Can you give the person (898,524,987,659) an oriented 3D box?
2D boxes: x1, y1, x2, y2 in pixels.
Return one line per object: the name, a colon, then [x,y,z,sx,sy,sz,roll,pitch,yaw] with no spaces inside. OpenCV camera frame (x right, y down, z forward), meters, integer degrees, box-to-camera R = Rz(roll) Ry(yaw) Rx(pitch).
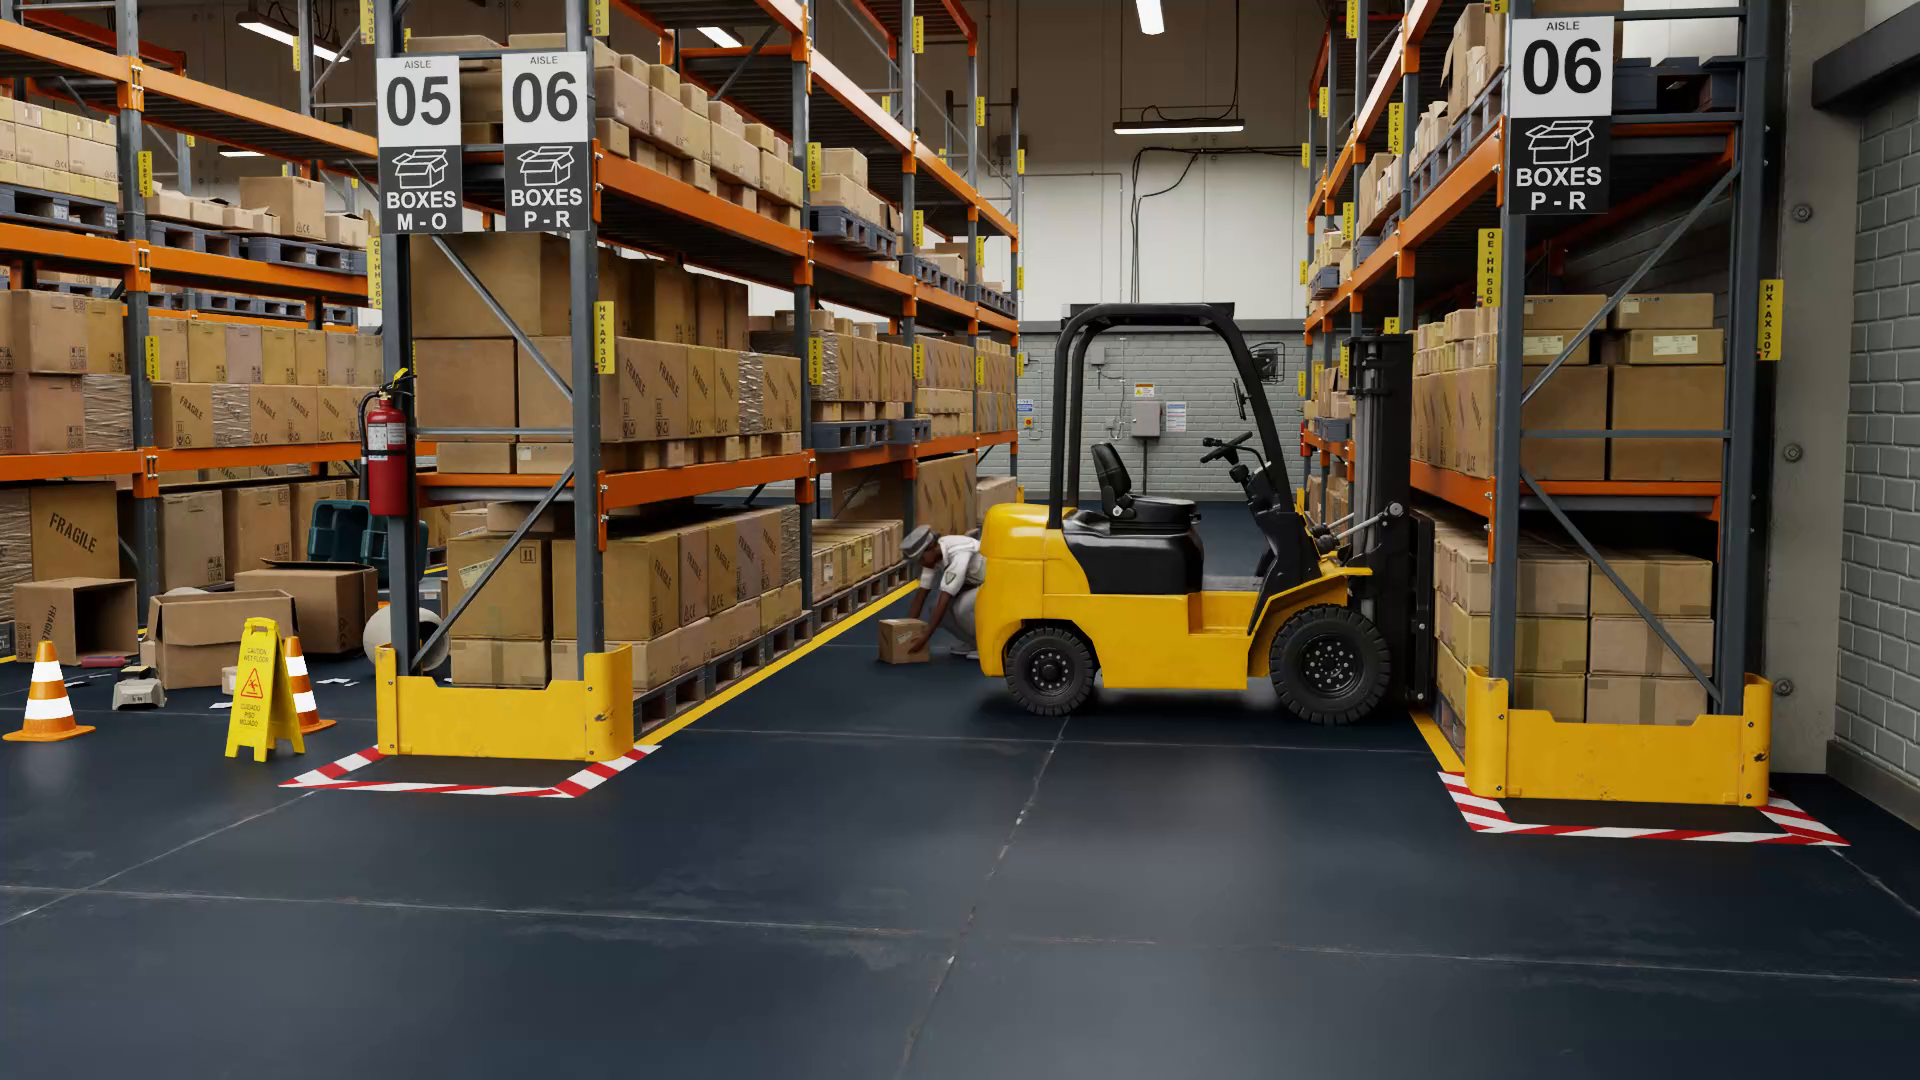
person: [-0.006,0.328,10.755,0.870,0.881,0.478,-2,5,-24]
